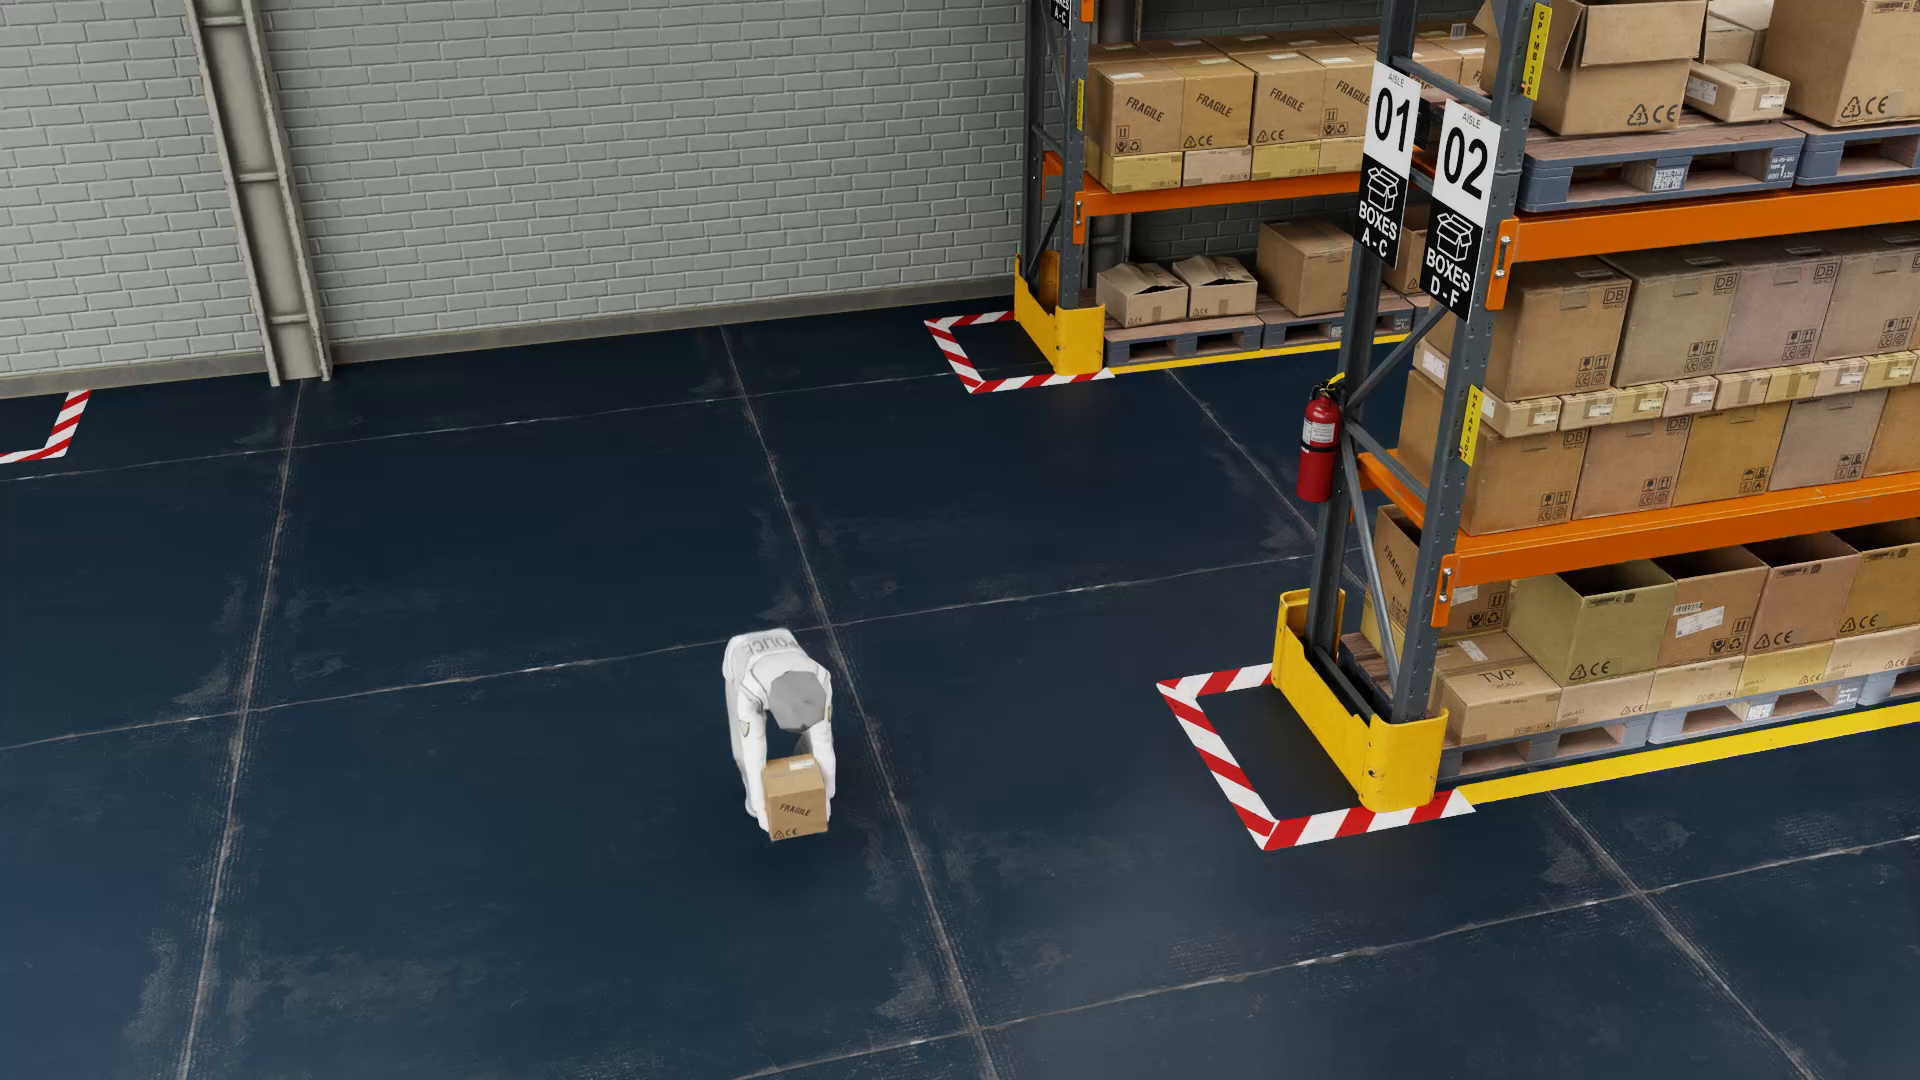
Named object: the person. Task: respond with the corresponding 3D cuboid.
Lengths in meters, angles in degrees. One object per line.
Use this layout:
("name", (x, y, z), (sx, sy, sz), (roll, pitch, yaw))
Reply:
("person", (-0.801, 0.842, 7.479), (0.462, 0.982, 0.907), (-9, 32, -15))
